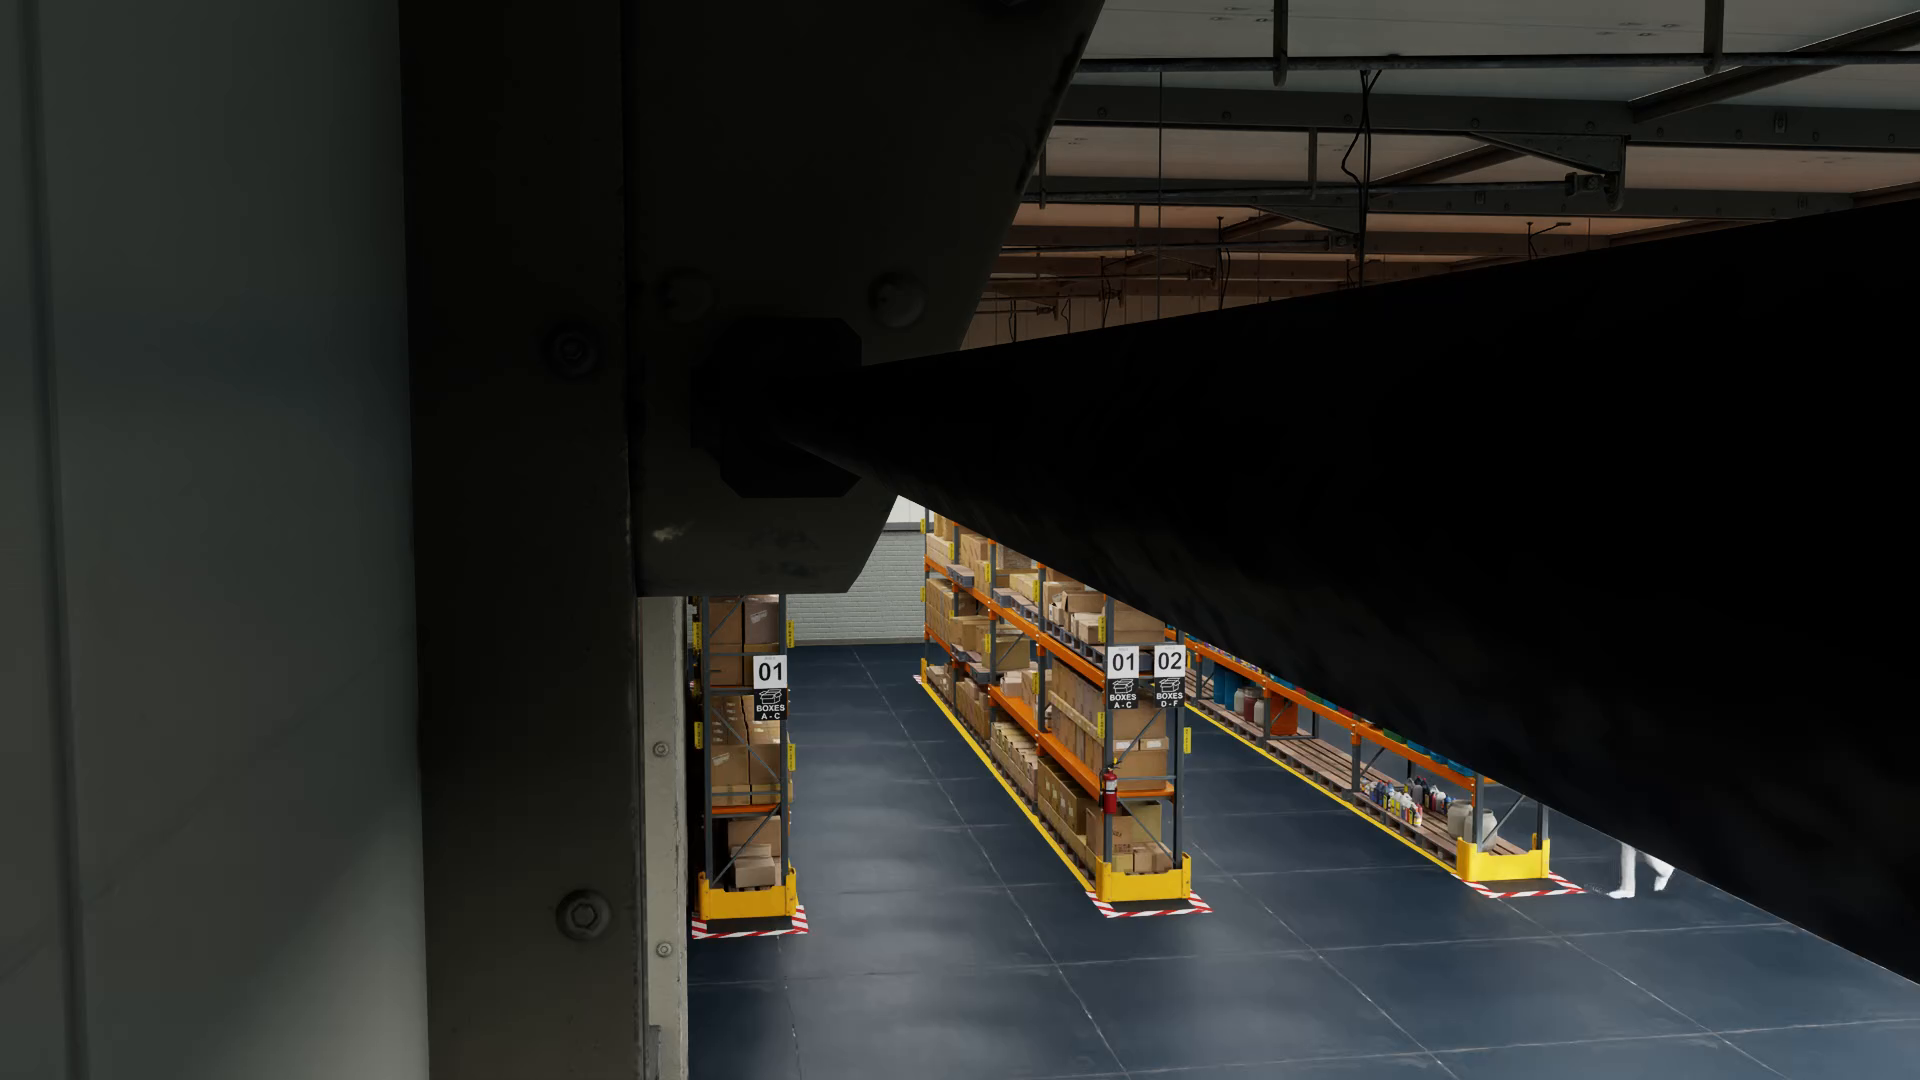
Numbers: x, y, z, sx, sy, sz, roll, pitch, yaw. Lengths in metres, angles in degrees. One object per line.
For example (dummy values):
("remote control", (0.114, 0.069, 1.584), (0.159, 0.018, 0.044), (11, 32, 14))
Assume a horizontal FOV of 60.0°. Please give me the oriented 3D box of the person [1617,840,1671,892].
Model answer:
("person", (8.645, 3.579, 20.944), (0.739, 1.691, 0.531), (-4, 7, -41))
